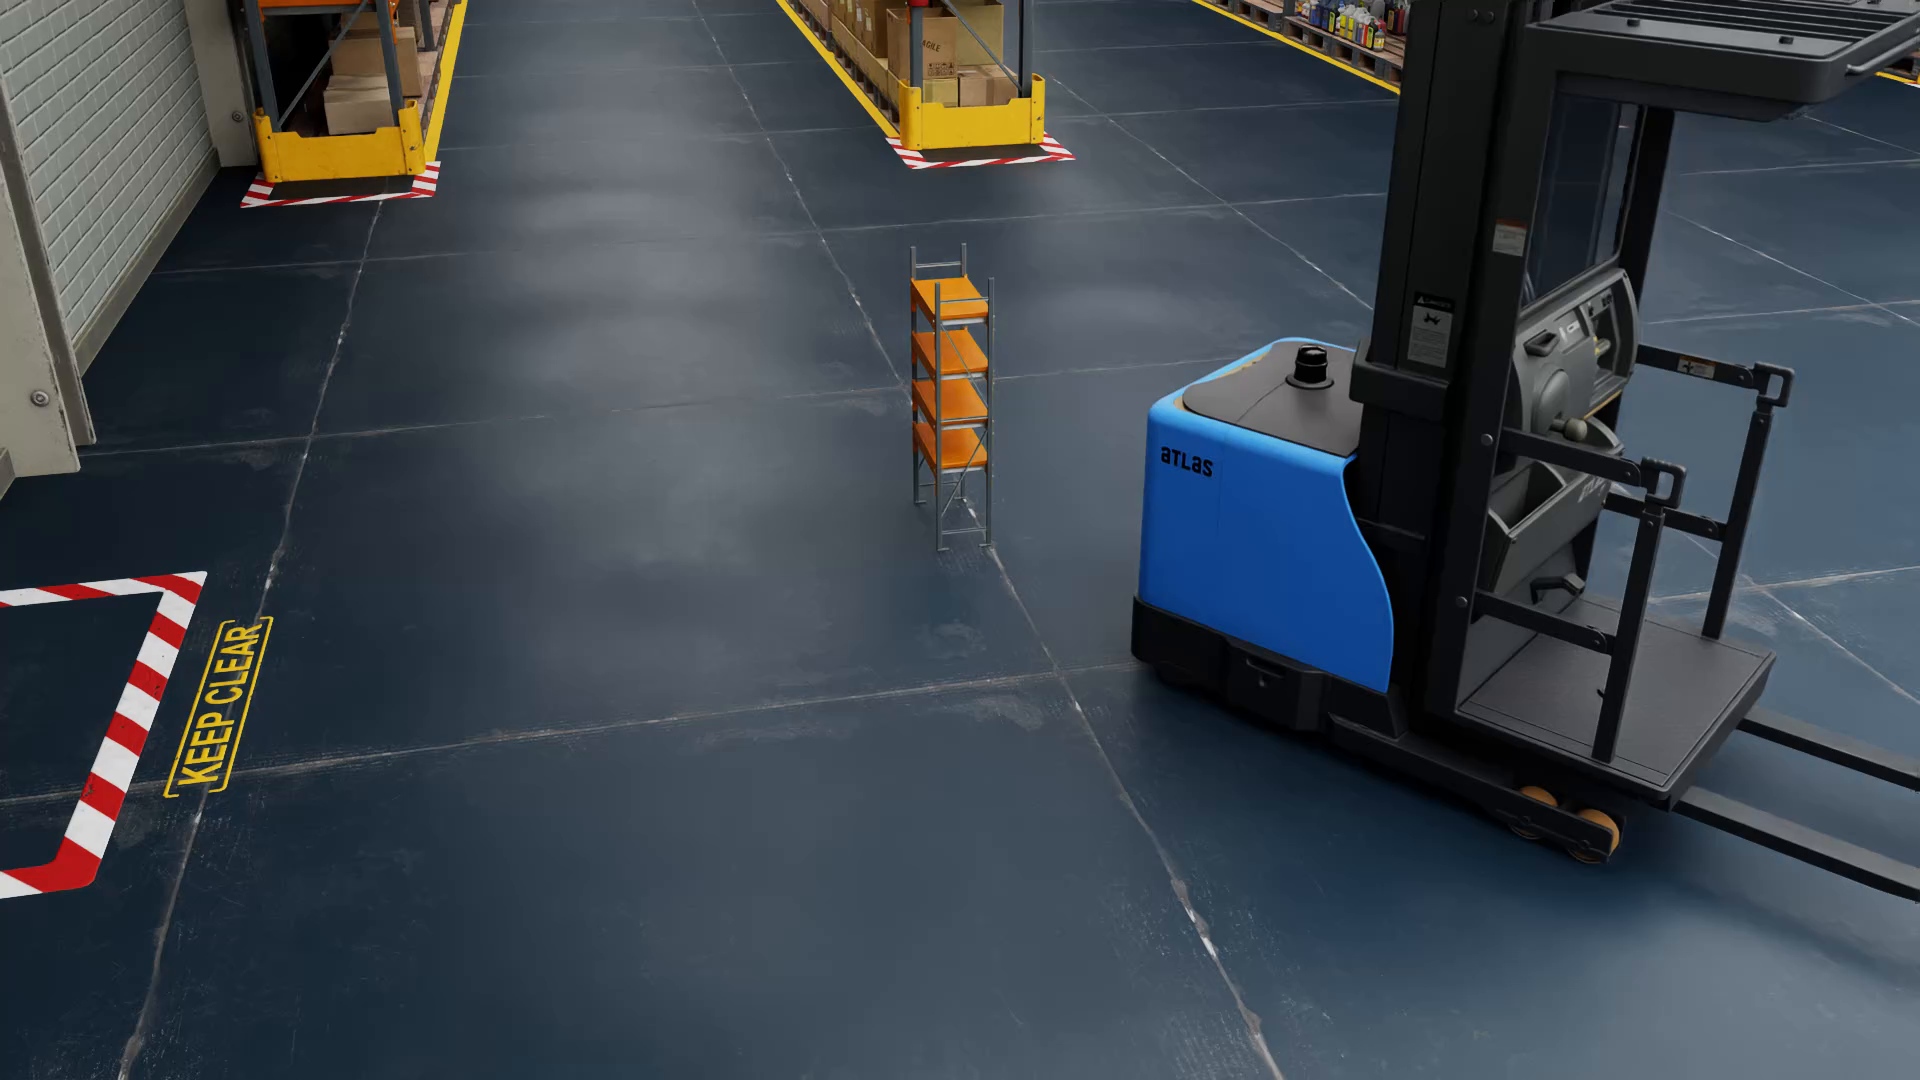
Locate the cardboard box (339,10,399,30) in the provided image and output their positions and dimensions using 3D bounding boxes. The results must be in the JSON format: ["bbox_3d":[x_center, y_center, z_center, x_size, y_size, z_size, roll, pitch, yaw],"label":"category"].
[{"bbox_3d":[-5.362,-4.534,15.190,0.500,0.500,0.500,-8,28,-15],"label":"cardboard box"}]

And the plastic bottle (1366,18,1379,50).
[{"bbox_3d":[4.034,-4.950,16.255,0.061,0.283,0.133,-5,27,-10],"label":"plastic bottle"}]

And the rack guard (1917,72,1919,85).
[{"bbox_3d":[9.728,-4.576,15.760,1.175,0.500,0.348,-6,27,-12],"label":"rack guard"}]

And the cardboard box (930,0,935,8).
[{"bbox_3d":[-0.051,-4.644,14.875,0.500,0.500,0.500,-6,27,-12],"label":"cardboard box"}]

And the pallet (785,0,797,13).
[{"bbox_3d":[-1.563,-6.556,20.004,1.003,0.211,1.213,-6,27,-12],"label":"pallet"}]

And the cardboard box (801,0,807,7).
[{"bbox_3d":[-1.526,-6.193,18.776,0.500,0.250,0.500,-5,27,-11],"label":"cardboard box"}]

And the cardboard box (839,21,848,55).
[{"bbox_3d":[-0.892,-4.915,16.245,0.500,0.250,0.500,-6,27,-12],"label":"cardboard box"}]

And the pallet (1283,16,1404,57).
[{"bbox_3d":[4.128,-5.367,17.649,1.003,0.211,1.213,-6,27,-12],"label":"pallet"}]

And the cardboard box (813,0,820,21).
[{"bbox_3d":[-1.297,-5.745,17.888,0.500,0.250,0.500,-6,27,-12],"label":"cardboard box"}]

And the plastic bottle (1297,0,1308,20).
[{"bbox_3d":[3.662,-5.705,17.764,0.097,0.271,0.097,0,27,0],"label":"plastic bottle"}]

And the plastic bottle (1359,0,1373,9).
[{"bbox_3d":[4.303,-5.657,17.580,0.144,0.351,0.185,-6,27,-12],"label":"plastic bottle"}]

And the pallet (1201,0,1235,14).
[{"bbox_3d":[3.525,-6.544,19.980,1.003,0.211,1.213,-6,27,-12],"label":"pallet"}]

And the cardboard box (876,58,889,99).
[{"bbox_3d":[-0.441,-4.037,14.506,0.500,0.250,0.500,-6,27,-12],"label":"cardboard box"}]

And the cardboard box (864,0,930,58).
[{"bbox_3d":[-0.558,-4.591,14.771,0.500,0.500,0.500,-6,27,-12],"label":"cardboard box"}]

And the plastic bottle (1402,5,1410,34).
[{"bbox_3d":[4.592,-5.340,17.036,0.152,0.276,0.135,-5,27,-11],"label":"plastic bottle"}]

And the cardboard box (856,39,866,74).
[{"bbox_3d":[-0.666,-4.476,15.375,0.500,0.250,0.500,-6,27,-12],"label":"cardboard box"}]

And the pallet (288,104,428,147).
[{"bbox_3d":[-4.899,-3.298,13.550,1.003,0.211,1.213,-6,27,-12],"label":"pallet"}]

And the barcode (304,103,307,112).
[{"bbox_3d":[-5.195,-3.429,13.201,0.001,0.075,0.075,-6,27,-12],"label":"barcode"}]

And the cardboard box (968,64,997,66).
[{"bbox_3d":[0.072,-4.091,14.612,0.500,0.250,0.500,-6,27,-12],"label":"cardboard box"}]

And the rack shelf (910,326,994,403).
[{"bbox_3d":[-0.037,-0.748,7.053,0.258,0.148,0.480,-6,27,-12],"label":"rack shelf"}]

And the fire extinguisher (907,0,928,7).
[{"bbox_3d":[-0.334,-4.520,12.962,0.296,0.674,0.183,-6,27,-12],"label":"fire extinguisher"}]

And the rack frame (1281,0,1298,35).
[{"bbox_3d":[4.018,-6.911,17.614,1.000,3.000,0.127,-6,27,-12],"label":"rack frame"}]

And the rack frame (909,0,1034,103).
[{"bbox_3d":[0.092,-4.654,13.141,1.000,3.000,0.127,-6,27,-12],"label":"rack frame"}]

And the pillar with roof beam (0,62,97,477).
[{"bbox_3d":[-0.187,-4.850,6.872,9.100,9.000,0.400,-6,27,-12],"label":"pillar with roof beam"}]

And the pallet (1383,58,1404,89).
[{"bbox_3d":[4.678,-4.296,15.527,1.003,0.211,1.213,-6,27,-12],"label":"pallet"}]

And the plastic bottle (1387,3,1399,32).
[{"bbox_3d":[4.466,-5.394,17.134,0.061,0.283,0.133,-6,27,-12],"label":"plastic bottle"}]

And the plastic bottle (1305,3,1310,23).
[{"bbox_3d":[3.708,-5.585,17.603,0.097,0.201,0.097,0,27,0],"label":"plastic bottle"}]

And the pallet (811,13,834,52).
[{"bbox_3d":[-1.013,-5.484,17.882,1.003,0.211,1.213,-6,27,-12],"label":"pallet"}]

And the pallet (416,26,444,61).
[{"bbox_3d":[-5.811,-5.002,16.926,1.003,0.211,1.213,-6,27,-12],"label":"pallet"}]

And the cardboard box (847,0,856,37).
[{"bbox_3d":[-0.784,-5.030,15.640,0.500,0.500,0.500,-6,27,-12],"label":"cardboard box"}]

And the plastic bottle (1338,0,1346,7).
[{"bbox_3d":[3.936,-5.543,17.355,0.144,0.351,0.185,-6,27,-12],"label":"plastic bottle"}]

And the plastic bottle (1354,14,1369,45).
[{"bbox_3d":[4.017,-5.072,16.504,0.152,0.276,0.135,-7,28,-13],"label":"plastic bottle"}]

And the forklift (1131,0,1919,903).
[{"bbox_3d":[2.094,-0.560,5.107,3.031,2.935,1.130,21,34,35],"label":"forklift"}]

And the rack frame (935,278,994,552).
[{"bbox_3d":[0.018,-0.501,6.911,0.240,1.200,0.015,-6,27,-12],"label":"rack frame"}]

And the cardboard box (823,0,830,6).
[{"bbox_3d":[-1.180,-5.769,17.313,0.500,0.311,0.500,-6,27,-12],"label":"cardboard box"}]

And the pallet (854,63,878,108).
[{"bbox_3d":[-0.392,-4.275,15.485,1.003,0.211,1.213,-6,27,-12],"label":"pallet"}]

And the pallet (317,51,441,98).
[{"bbox_3d":[-5.449,-4.369,15.672,1.003,0.211,1.213,-6,27,-12],"label":"pallet"}]

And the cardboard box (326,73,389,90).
[{"bbox_3d":[-4.930,-3.708,13.764,0.500,0.311,0.500,-4,27,-7],"label":"cardboard box"}]

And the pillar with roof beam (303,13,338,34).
[{"bbox_3d":[-2.891,-10.118,17.309,9.100,9.000,0.400,-6,27,-12],"label":"pillar with roof beam"}]

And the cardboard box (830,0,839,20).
[{"bbox_3d":[-1.010,-5.469,16.510,0.500,0.500,0.500,-6,27,-12],"label":"cardboard box"}]

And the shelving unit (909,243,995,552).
[{"bbox_3d":[-0.037,-0.608,7.124,0.258,1.200,0.503,-6,27,-12],"label":"shelving unit"}]

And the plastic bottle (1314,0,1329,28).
[{"bbox_3d":[3.795,-5.528,17.326,0.144,0.351,0.185,-5,27,-10],"label":"plastic bottle"}]

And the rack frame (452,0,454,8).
[{"bbox_3d":[-6.536,-7.661,19.100,1.000,3.000,0.127,-6,27,-12],"label":"rack frame"}]

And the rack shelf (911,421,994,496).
[{"bbox_3d":[-0.037,-0.371,7.243,0.258,0.148,0.480,-6,27,-12],"label":"rack shelf"}]

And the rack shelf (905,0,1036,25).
[{"bbox_3d":[-0.358,-5.211,15.043,1.077,0.370,4.000,-6,27,-12],"label":"rack shelf"}]

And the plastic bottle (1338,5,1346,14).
[{"bbox_3d":[3.908,-5.349,17.059,0.097,0.271,0.097,0,27,0],"label":"plastic bottle"}]

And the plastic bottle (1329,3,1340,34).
[{"bbox_3d":[3.835,-5.339,17.025,0.061,0.283,0.133,-5,27,-9],"label":"plastic bottle"}]

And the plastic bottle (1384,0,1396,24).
[{"bbox_3d":[4.487,-5.587,17.442,0.144,0.351,0.185,-7,28,-14],"label":"plastic bottle"}]

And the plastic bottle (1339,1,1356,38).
[{"bbox_3d":[3.934,-5.259,16.792,0.144,0.351,0.185,-6,27,-12],"label":"plastic bottle"}]
